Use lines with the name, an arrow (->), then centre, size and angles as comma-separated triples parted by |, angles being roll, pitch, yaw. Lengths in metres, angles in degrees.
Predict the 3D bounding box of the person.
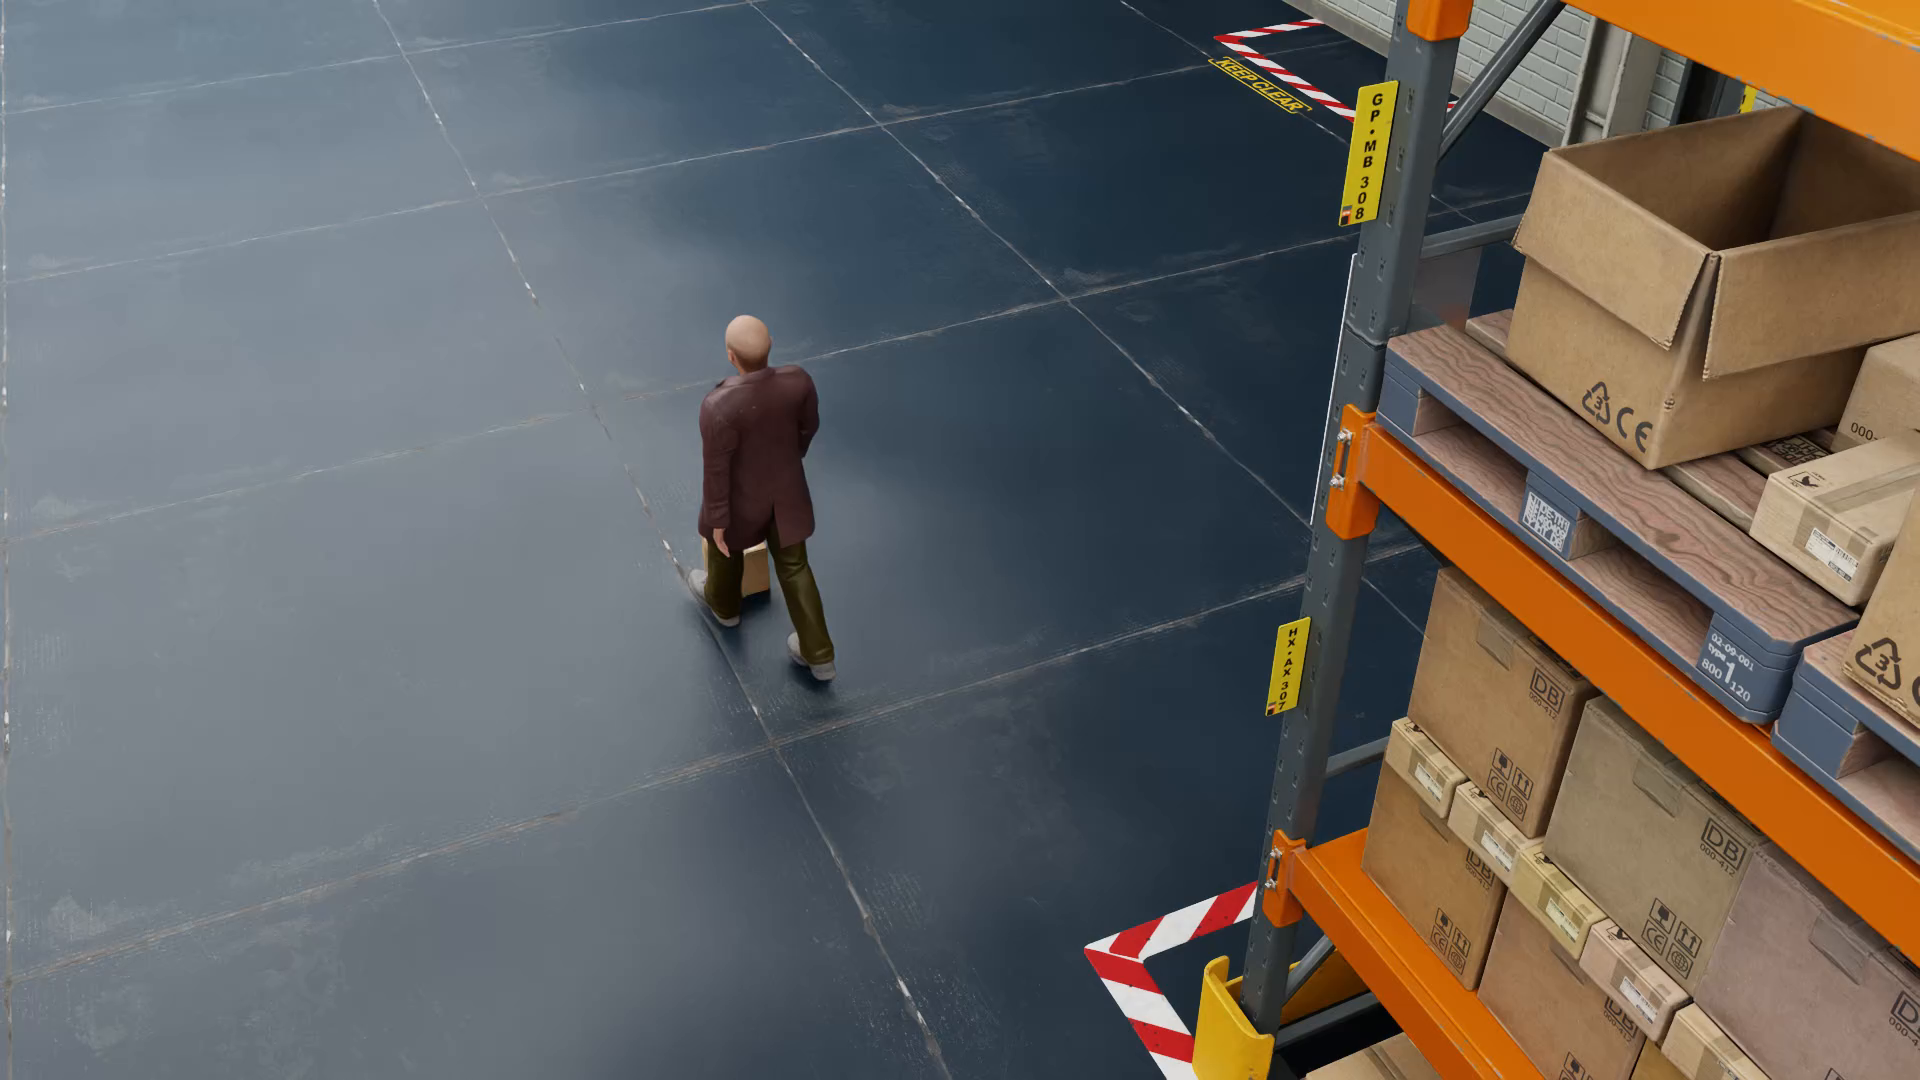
person -> -0.899, -0.252, 7.215 | 0.598, 1.739, 1.003 | -20, 41, -24
